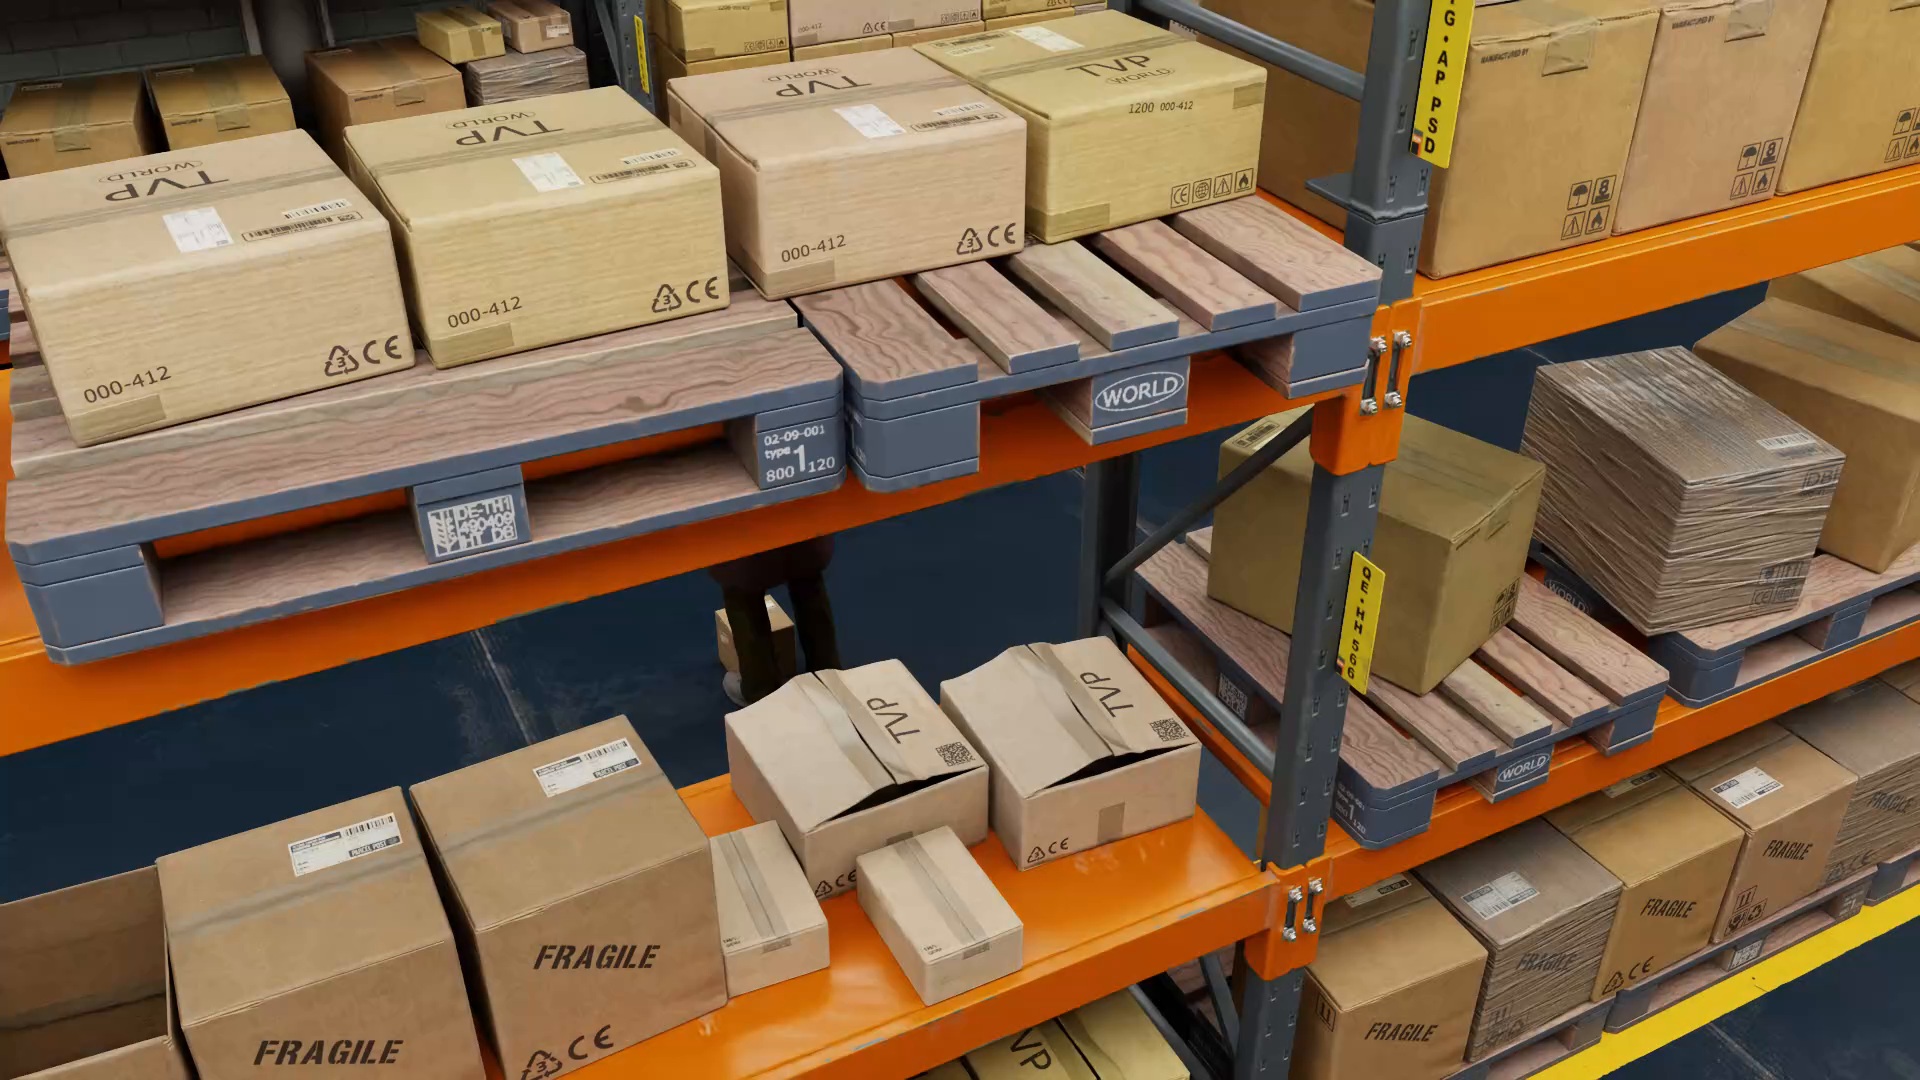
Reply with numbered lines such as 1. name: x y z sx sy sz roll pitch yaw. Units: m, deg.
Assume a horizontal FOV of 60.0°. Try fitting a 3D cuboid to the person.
1. person: -0.738 -0.099 6.306 0.654 1.774 0.422 -18 37 -26
